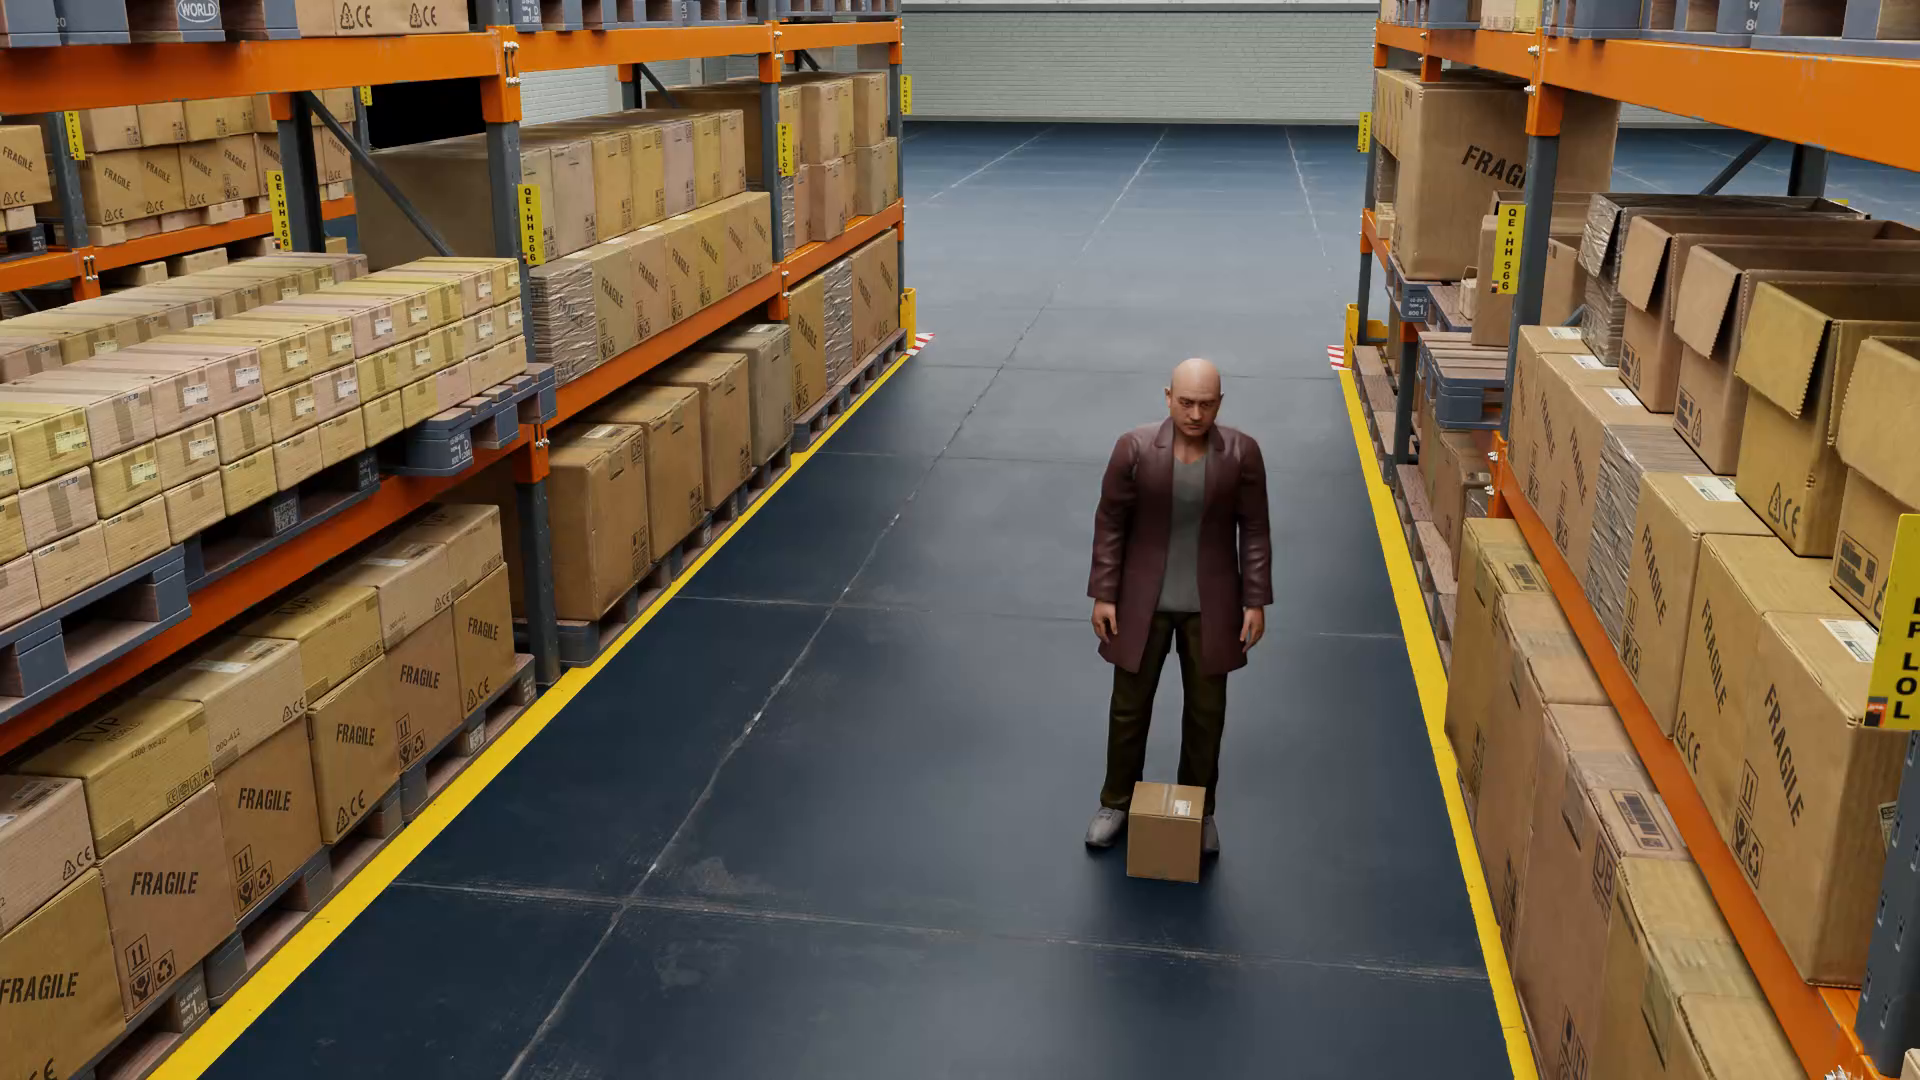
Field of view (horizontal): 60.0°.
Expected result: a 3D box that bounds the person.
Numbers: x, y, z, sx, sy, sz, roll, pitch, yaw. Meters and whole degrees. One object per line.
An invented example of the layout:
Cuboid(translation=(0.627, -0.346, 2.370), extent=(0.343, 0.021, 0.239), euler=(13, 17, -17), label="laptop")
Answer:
Cuboid(translation=(0.773, 0.228, 5.859), extent=(0.653, 1.773, 0.425), euler=(2, 18, 6), label="person")
